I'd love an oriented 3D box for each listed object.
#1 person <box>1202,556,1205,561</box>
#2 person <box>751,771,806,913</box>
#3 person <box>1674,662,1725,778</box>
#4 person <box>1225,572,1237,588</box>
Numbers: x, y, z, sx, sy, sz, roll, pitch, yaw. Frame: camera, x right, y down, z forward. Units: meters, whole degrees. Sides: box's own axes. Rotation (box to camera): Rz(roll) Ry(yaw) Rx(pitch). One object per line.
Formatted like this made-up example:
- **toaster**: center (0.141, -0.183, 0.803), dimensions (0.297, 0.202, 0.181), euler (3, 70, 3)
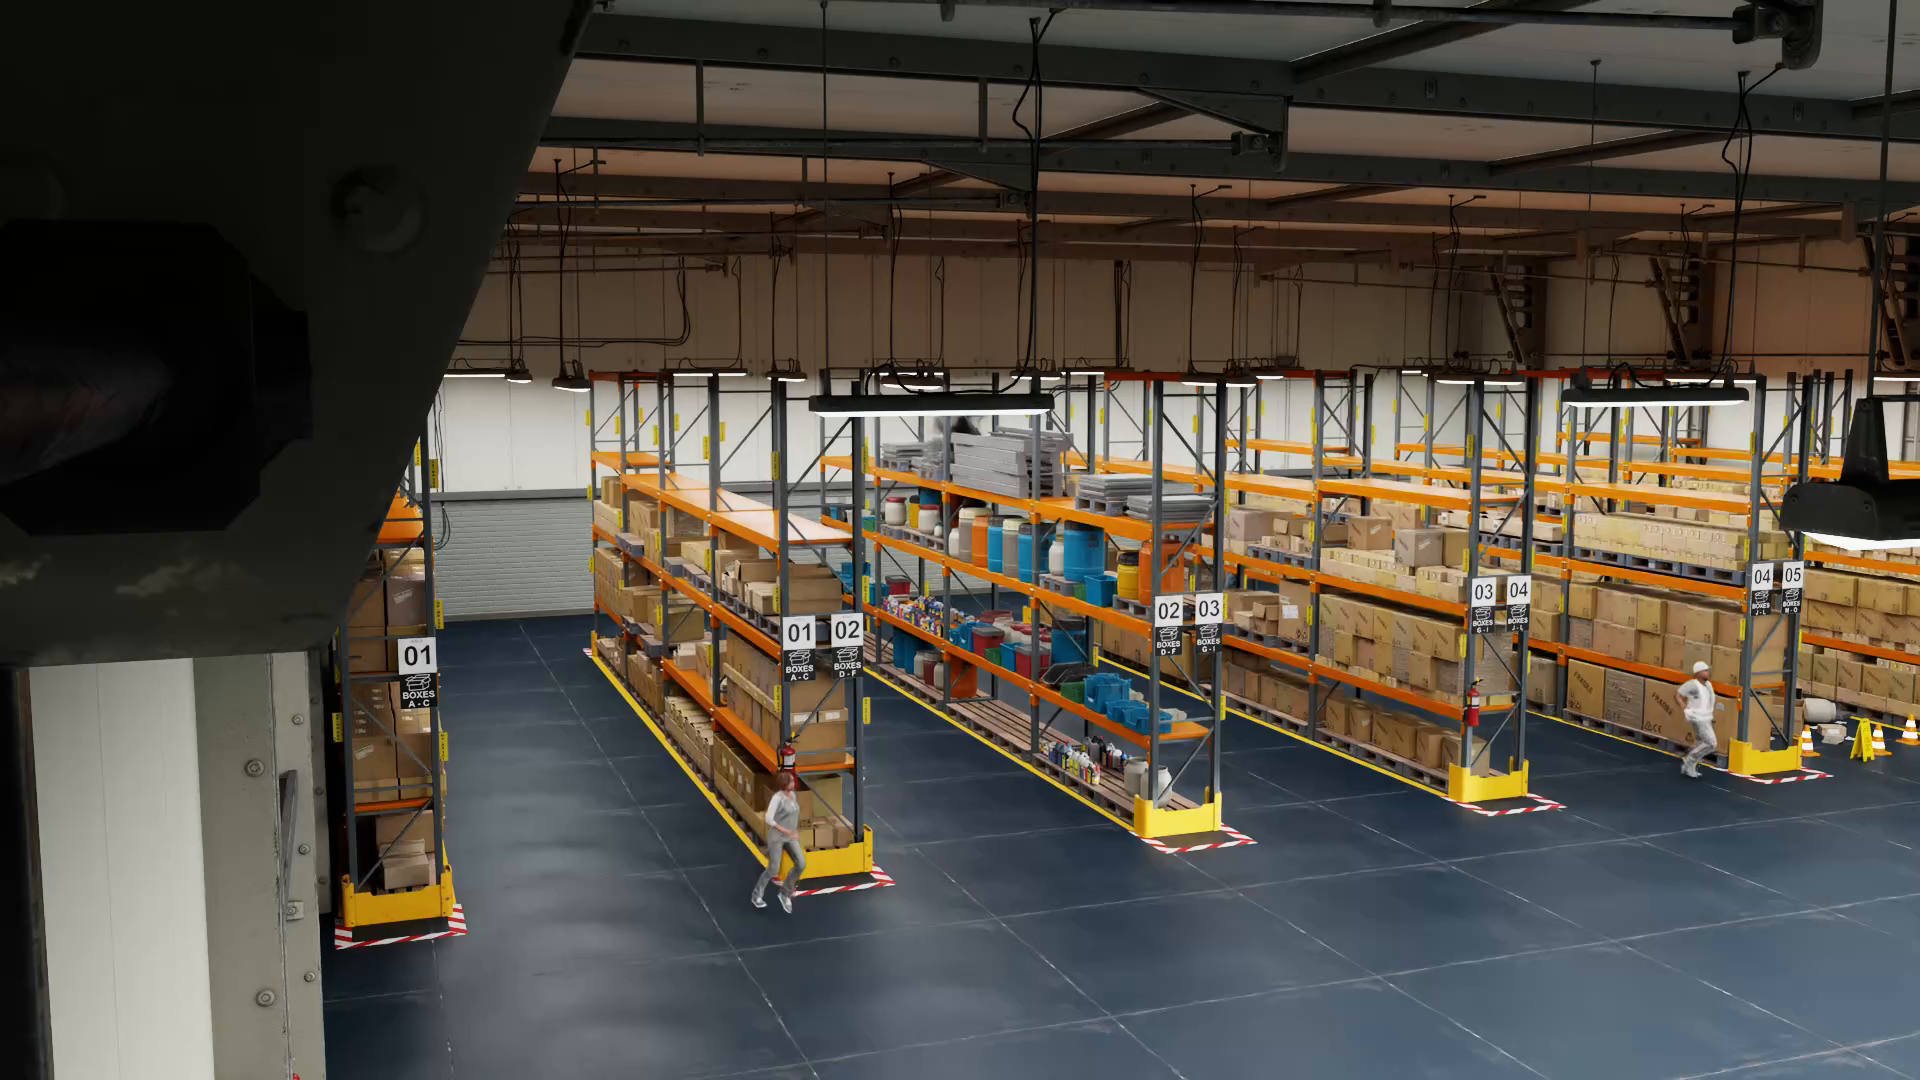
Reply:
- **person**: center (5.505, 1.227, 38.397), dimensions (0.588, 1.782, 0.869), euler (-2, 7, -15)
- **person**: center (-2.026, 3.436, 19.040), dimensions (0.612, 1.585, 0.604), euler (4, 8, 33)
- **person**: center (11.095, 2.687, 24.858), dimensions (0.707, 1.730, 0.608), euler (-6, 9, -44)
- **person**: center (6.740, 0.849, 41.547), dimensions (0.853, 1.709, 0.713), euler (-2, 7, -18)
